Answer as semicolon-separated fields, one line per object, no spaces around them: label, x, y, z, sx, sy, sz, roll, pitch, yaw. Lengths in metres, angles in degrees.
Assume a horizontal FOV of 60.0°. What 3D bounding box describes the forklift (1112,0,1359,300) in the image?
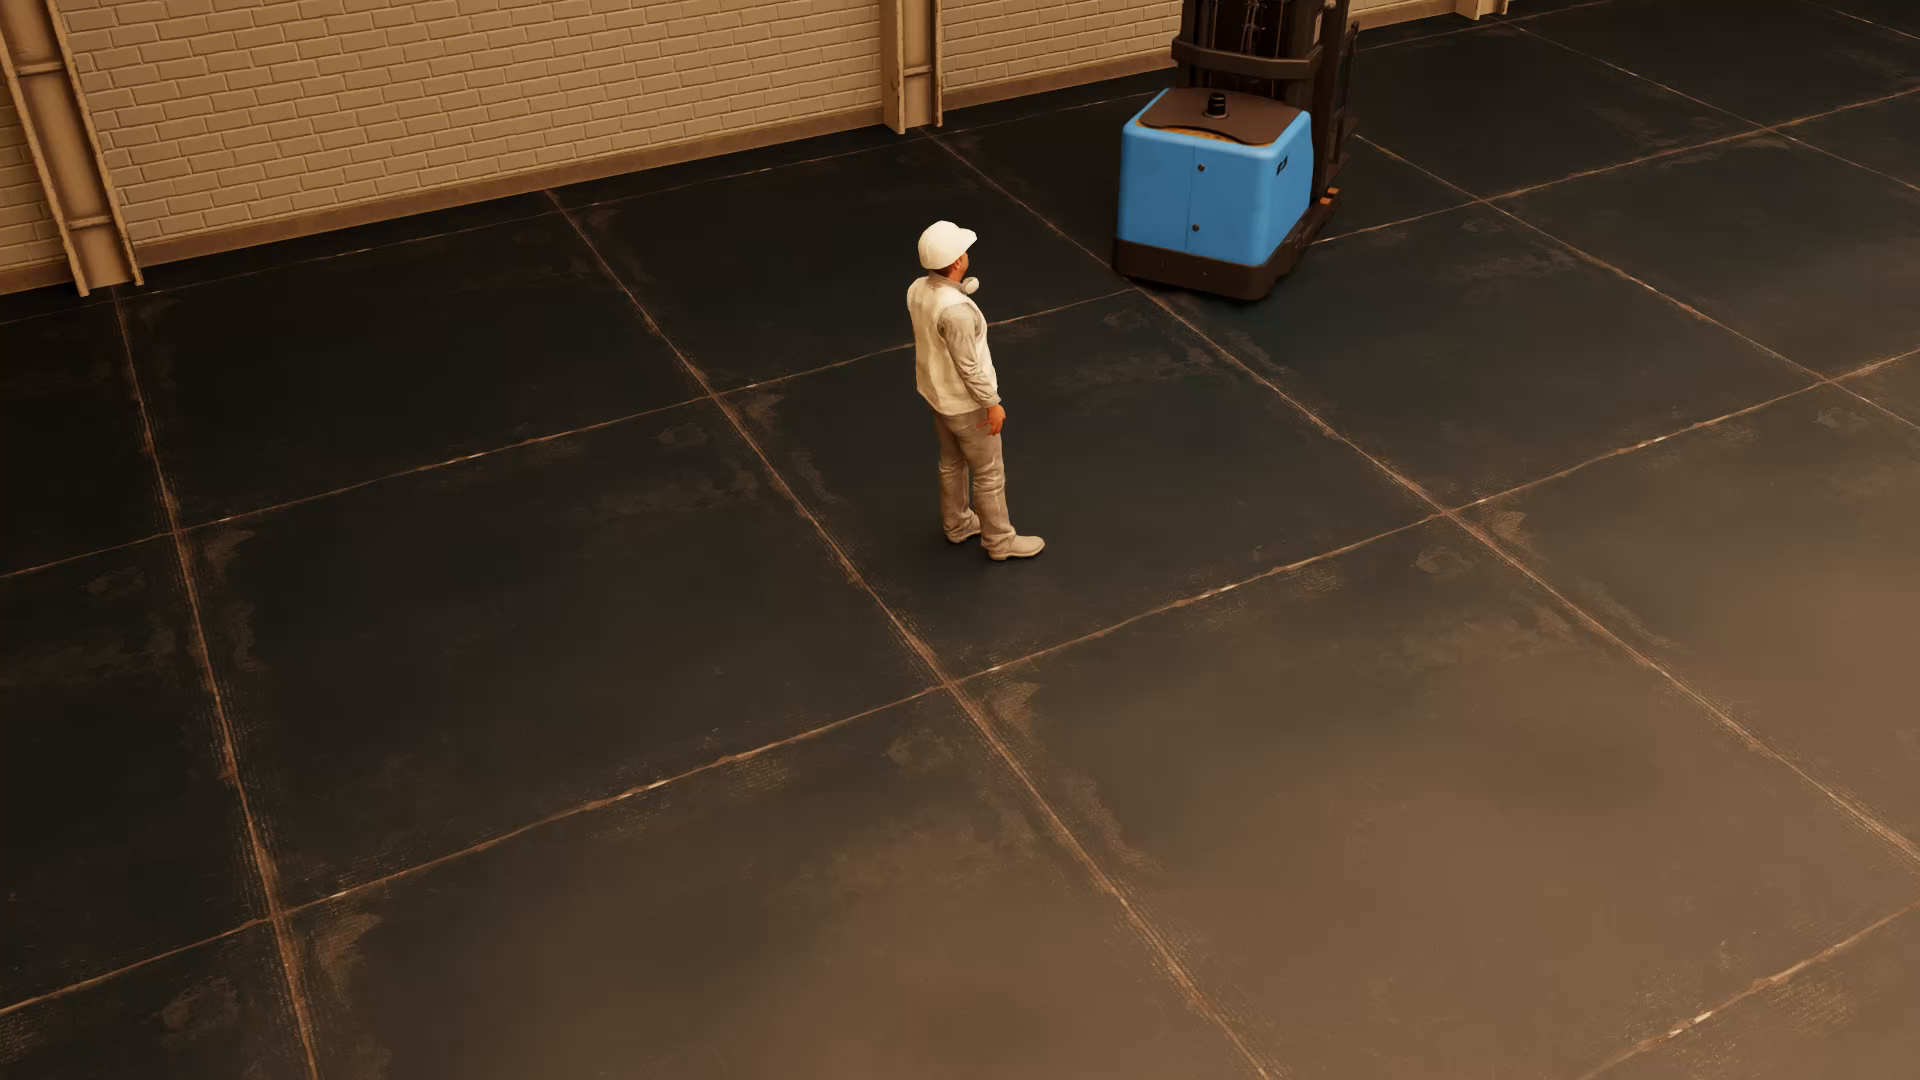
forklift;2.119;-3.578;11.185;1.130;2.935;3.031;16;38;21

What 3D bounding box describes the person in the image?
person;0.059;-0.744;8.165;0.566;1.775;0.634;-17;39;-23
